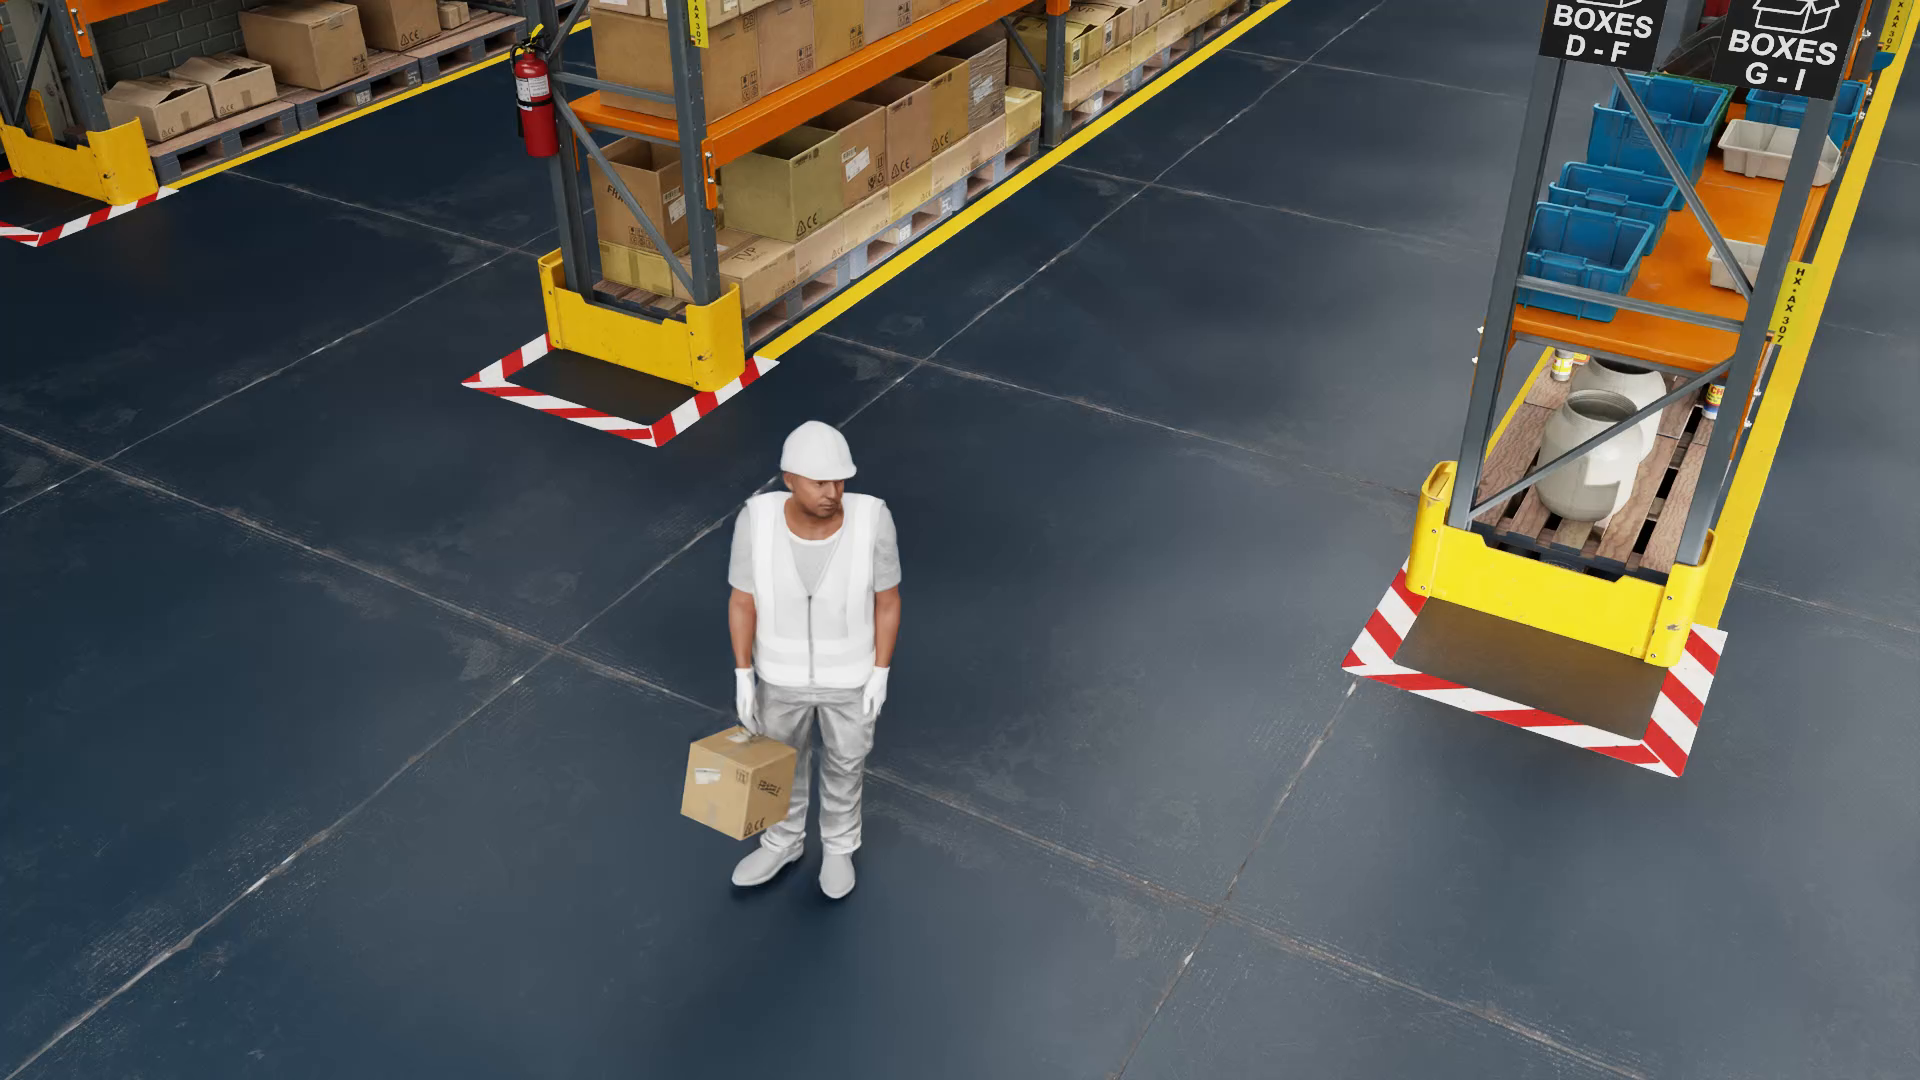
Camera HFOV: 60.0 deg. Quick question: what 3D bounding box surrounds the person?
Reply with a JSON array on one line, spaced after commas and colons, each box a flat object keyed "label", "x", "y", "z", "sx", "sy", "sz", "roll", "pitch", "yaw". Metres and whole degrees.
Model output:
[{"label": "person", "x": -0.496, "y": 0.435, "z": 5.448, "sx": 0.613, "sy": 1.788, "sz": 0.432, "roll": 1, "pitch": 34, "yaw": 1}]
